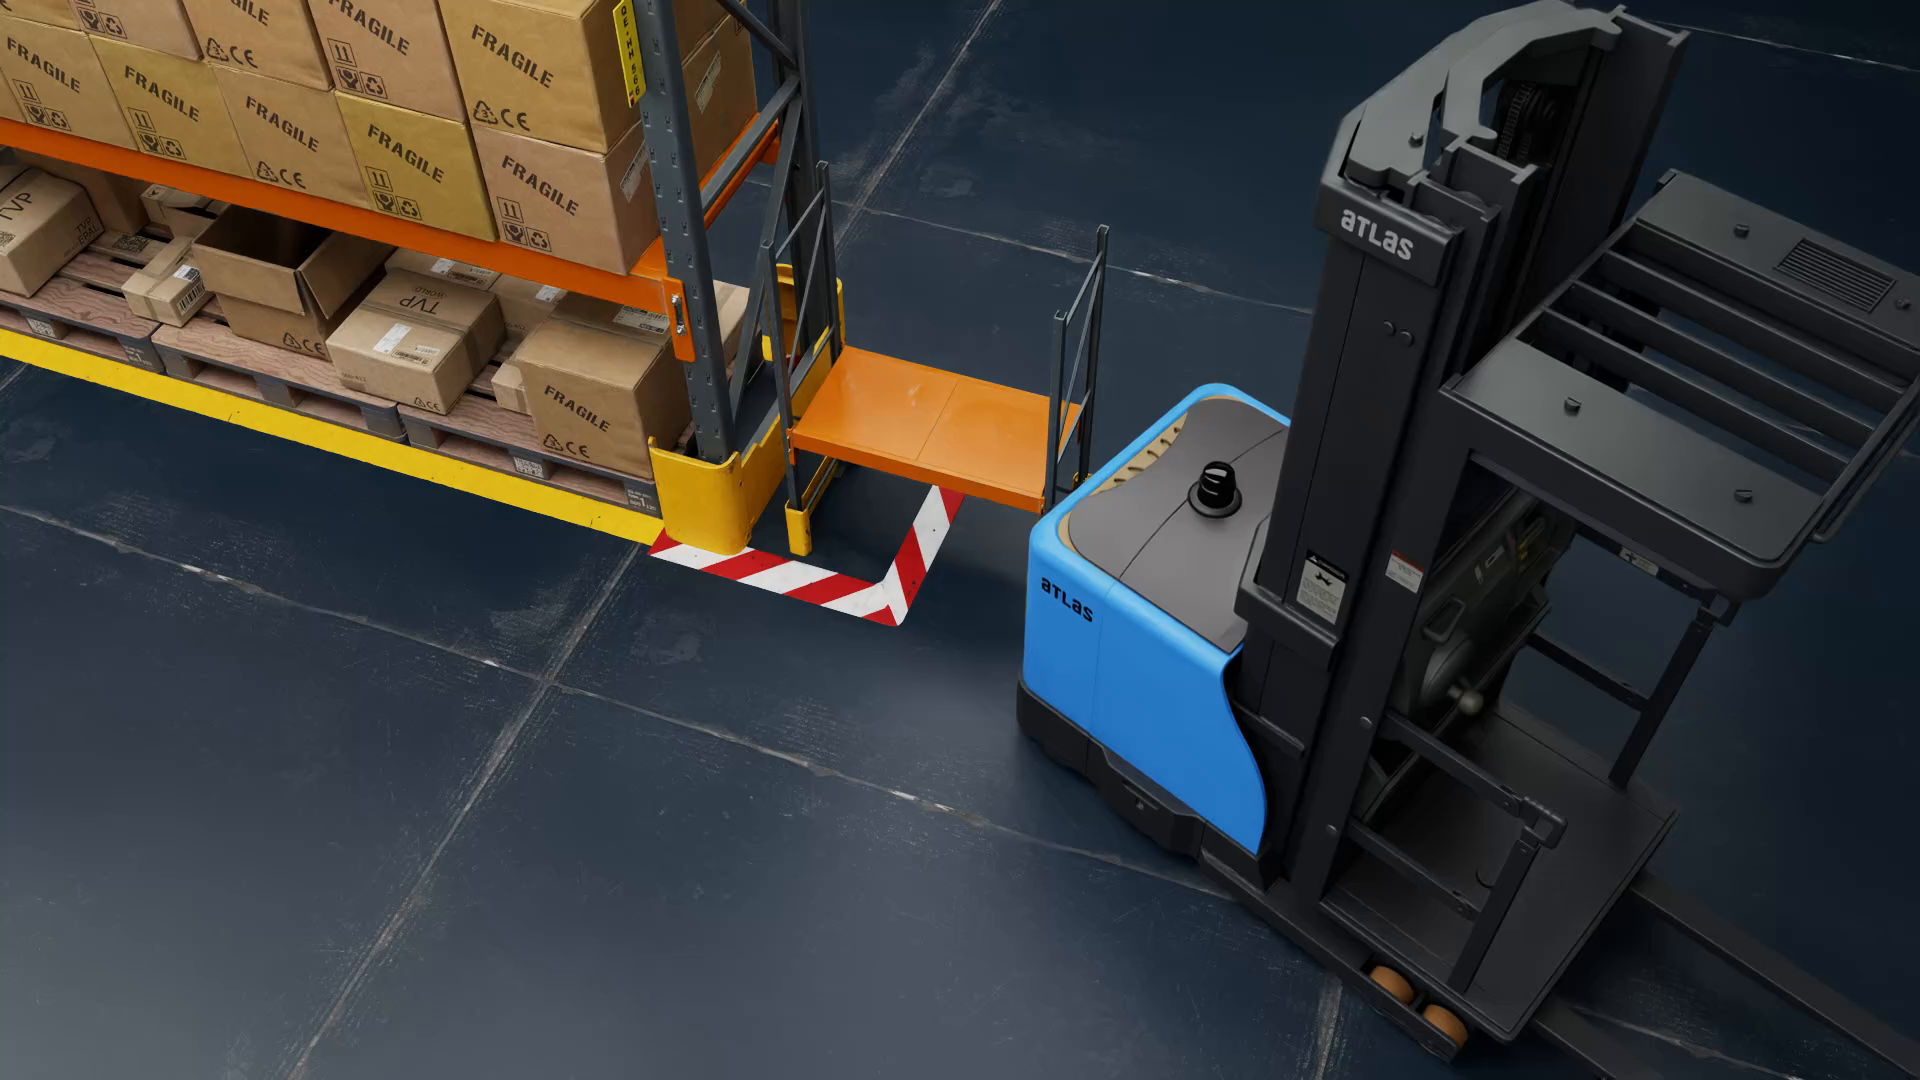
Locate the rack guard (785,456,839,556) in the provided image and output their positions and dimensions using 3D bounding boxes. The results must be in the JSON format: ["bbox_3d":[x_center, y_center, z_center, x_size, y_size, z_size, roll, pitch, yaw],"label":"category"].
[{"bbox_3d":[-0.539,-0.232,6.652,0.087,0.250,0.587,16,51,13],"label":"rack guard"}]

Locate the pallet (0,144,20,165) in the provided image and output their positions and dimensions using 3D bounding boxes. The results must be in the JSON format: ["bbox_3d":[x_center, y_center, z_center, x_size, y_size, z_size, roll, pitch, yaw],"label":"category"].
[{"bbox_3d":[-5.290,-1.666,7.921,1.213,0.211,1.003,16,51,13],"label":"pallet"}]

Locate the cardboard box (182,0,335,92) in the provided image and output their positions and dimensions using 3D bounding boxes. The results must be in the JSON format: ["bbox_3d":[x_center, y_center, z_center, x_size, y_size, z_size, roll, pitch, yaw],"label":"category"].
[{"bbox_3d":[-2.236,-1.892,5.543,0.500,0.500,0.500,17,51,14],"label":"cardboard box"}]

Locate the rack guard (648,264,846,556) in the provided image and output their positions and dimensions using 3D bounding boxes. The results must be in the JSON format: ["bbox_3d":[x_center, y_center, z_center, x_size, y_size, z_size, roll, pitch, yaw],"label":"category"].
[{"bbox_3d":[-0.833,-0.547,6.760,0.348,0.500,1.175,16,51,13],"label":"rack guard"}]

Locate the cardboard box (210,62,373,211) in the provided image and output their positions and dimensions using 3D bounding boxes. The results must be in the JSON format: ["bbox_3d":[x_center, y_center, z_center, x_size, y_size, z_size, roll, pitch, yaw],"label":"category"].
[{"bbox_3d":[-2.230,-1.571,5.927,0.500,0.500,0.500,16,51,13],"label":"cardboard box"}]

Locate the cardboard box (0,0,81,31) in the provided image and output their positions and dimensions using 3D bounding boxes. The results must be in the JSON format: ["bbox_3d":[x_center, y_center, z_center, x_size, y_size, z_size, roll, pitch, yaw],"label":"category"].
[{"bbox_3d":[-3.203,-2.161,5.777,0.500,0.500,0.500,14,51,12],"label":"cardboard box"}]

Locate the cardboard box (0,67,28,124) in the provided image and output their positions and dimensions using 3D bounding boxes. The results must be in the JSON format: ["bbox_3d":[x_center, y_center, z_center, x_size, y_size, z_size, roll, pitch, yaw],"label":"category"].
[{"bbox_3d":[-3.649,-1.967,6.271,0.500,0.500,0.500,16,51,14],"label":"cardboard box"}]

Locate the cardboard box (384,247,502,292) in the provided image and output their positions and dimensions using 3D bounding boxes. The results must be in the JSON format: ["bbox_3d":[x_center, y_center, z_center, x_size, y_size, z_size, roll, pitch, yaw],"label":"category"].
[{"bbox_3d":[-2.111,-1.195,7.195,0.500,0.250,0.500,16,51,13],"label":"cardboard box"}]

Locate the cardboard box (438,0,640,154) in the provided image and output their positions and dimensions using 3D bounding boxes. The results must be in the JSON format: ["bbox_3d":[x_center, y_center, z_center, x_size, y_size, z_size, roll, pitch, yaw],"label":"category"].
[{"bbox_3d":[-1.274,-1.628,5.314,0.500,0.500,0.500,15,51,13],"label":"cardboard box"}]

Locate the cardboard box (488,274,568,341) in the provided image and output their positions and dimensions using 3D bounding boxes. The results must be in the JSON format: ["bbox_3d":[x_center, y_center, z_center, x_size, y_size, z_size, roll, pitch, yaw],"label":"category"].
[{"bbox_3d":[-1.642,-1.064,7.082,0.500,0.250,0.500,16,51,13],"label":"cardboard box"}]

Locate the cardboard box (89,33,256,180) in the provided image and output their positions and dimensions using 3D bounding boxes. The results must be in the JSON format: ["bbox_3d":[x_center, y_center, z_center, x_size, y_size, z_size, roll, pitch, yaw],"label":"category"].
[{"bbox_3d":[-2.703,-1.703,6.041,0.500,0.500,0.500,15,51,13],"label":"cardboard box"}]

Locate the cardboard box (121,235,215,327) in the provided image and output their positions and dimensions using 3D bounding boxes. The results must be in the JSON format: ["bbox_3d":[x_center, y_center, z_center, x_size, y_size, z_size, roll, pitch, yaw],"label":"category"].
[{"bbox_3d":[-3.380,-1.127,7.192,0.250,0.166,0.380,16,51,13],"label":"cardboard box"}]

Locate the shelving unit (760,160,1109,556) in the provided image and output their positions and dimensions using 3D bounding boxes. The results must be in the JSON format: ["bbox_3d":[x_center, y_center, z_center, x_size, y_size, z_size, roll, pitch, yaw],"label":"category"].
[{"bbox_3d":[-0.072,-0.511,6.067,1.083,1.500,0.587,16,51,13],"label":"shelving unit"}]

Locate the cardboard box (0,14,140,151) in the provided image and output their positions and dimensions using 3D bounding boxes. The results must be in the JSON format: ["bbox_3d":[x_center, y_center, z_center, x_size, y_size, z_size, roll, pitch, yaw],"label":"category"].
[{"bbox_3d":[-3.180,-1.835,6.156,0.500,0.500,0.500,15,51,13],"label":"cardboard box"}]

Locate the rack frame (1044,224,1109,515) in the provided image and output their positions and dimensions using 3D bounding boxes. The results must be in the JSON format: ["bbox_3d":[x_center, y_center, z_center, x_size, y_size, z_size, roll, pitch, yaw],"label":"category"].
[{"bbox_3d":[0.397,-0.380,5.954,0.032,1.500,0.500,16,51,13],"label":"rack frame"}]

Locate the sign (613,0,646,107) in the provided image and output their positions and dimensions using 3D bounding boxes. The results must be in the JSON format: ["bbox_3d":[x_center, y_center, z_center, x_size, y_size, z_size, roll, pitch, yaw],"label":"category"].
[{"bbox_3d":[-0.973,-1.440,4.904,0.005,0.325,0.100,16,51,13],"label":"sign"}]

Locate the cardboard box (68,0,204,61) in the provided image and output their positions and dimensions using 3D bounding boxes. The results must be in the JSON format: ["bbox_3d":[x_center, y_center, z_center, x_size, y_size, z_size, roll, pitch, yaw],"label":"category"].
[{"bbox_3d":[-2.718,-2.026,5.660,0.500,0.500,0.500,17,51,14],"label":"cardboard box"}]

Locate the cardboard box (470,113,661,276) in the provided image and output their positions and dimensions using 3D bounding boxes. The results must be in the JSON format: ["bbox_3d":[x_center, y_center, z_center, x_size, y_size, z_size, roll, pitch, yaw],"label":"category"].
[{"bbox_3d":[-1.276,-1.303,5.695,0.500,0.500,0.500,17,51,14],"label":"cardboard box"}]

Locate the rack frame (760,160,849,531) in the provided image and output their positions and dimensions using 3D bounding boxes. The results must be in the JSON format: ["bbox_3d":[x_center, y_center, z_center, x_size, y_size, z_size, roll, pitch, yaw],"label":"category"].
[{"bbox_3d":[-0.557,-0.647,6.185,0.032,1.500,0.500,16,51,13],"label":"rack frame"}]

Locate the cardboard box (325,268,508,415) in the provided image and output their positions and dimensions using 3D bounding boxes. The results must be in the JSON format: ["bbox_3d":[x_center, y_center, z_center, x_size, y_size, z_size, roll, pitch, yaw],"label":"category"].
[{"bbox_3d":[-2.238,-0.827,6.877,0.500,0.250,0.500,16,51,13],"label":"cardboard box"}]

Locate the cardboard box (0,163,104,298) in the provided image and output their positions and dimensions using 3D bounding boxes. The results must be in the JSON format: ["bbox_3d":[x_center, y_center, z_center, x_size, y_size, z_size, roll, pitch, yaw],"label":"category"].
[{"bbox_3d":[-4.195,-1.393,7.327,0.500,0.311,0.500,16,51,13],"label":"cardboard box"}]

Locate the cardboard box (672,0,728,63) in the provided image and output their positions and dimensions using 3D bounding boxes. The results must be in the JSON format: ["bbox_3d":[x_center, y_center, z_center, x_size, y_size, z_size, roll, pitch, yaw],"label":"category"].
[{"bbox_3d":[-1.086,-2.009,5.645,0.500,0.500,0.500,17,51,14],"label":"cardboard box"}]

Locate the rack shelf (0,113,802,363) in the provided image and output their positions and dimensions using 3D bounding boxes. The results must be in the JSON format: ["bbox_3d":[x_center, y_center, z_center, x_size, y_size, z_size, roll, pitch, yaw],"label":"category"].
[{"bbox_3d":[-2.638,-1.634,6.524,4.000,0.370,1.077,16,51,13],"label":"rack shelf"}]

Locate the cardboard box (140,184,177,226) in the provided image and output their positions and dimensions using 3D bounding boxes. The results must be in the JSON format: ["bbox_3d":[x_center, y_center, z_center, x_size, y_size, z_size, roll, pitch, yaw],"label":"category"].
[{"bbox_3d":[-3.508,-1.600,7.614,0.250,0.149,0.380,16,51,13],"label":"cardboard box"}]

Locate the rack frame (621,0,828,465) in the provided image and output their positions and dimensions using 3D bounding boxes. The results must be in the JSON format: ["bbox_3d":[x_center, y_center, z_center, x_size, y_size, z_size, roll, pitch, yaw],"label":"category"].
[{"bbox_3d":[-0.761,-1.346,5.798,0.127,3.000,1.000,16,51,13],"label":"rack frame"}]

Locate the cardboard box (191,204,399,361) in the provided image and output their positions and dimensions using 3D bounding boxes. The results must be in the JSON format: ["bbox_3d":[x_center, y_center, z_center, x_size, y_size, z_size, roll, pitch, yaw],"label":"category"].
[{"bbox_3d":[-2.750,-1.231,7.060,0.637,0.503,0.797,16,51,13],"label":"cardboard box"}]

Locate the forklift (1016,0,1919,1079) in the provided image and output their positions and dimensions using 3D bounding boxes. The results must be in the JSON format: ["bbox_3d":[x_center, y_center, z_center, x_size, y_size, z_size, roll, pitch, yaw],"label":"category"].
[{"bbox_3d":[1.628,0.203,4.501,3.031,2.935,1.130,35,57,26],"label":"forklift"}]

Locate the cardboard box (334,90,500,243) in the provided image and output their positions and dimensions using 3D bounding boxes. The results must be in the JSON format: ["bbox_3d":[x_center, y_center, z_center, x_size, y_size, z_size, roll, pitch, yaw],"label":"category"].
[{"bbox_3d":[-1.764,-1.436,5.810,0.500,0.500,0.500,16,51,13],"label":"cardboard box"}]

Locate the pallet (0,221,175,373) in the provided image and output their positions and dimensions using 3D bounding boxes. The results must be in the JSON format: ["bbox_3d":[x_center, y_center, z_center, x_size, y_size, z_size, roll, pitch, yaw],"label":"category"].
[{"bbox_3d":[-3.870,-1.299,7.603,1.213,0.211,1.003,16,51,13],"label":"pallet"}]

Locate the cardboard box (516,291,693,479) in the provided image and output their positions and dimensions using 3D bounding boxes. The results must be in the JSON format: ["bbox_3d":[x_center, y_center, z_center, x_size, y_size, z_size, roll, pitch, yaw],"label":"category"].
[{"bbox_3d":[-1.357,-0.639,6.548,0.500,0.500,0.500,16,51,13],"label":"cardboard box"}]

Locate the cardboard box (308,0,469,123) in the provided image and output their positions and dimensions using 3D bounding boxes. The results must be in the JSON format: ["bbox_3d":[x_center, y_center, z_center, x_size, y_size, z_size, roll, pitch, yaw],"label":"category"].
[{"bbox_3d":[-1.748,-1.759,5.428,0.500,0.500,0.500,17,51,14],"label":"cardboard box"}]

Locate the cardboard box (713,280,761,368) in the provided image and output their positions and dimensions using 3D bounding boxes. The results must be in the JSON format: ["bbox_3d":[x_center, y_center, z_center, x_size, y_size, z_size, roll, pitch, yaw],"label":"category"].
[{"bbox_3d":[-1.035,-0.909,7.015,0.250,0.149,0.380,16,51,13],"label":"cardboard box"}]

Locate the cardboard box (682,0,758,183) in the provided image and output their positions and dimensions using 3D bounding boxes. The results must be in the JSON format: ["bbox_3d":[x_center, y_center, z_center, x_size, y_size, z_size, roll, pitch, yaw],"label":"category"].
[{"bbox_3d":[-1.086,-1.682,6.023,0.500,0.500,0.500,17,51,14],"label":"cardboard box"}]

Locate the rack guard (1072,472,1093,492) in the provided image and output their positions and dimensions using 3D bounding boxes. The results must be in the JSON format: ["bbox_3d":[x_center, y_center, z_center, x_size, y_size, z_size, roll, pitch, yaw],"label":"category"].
[{"bbox_3d":[0.396,0.029,6.426,0.087,0.250,0.587,16,51,13],"label":"rack guard"}]

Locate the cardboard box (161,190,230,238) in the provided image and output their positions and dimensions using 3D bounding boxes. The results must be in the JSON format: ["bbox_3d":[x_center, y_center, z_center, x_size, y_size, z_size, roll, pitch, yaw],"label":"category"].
[{"bbox_3d":[-3.177,-1.512,7.430,0.500,0.311,0.500,16,51,13],"label":"cardboard box"}]

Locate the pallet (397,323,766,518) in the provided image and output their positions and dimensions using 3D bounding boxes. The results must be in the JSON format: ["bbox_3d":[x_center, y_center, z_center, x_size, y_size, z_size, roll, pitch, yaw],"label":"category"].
[{"bbox_3d":[-1.581,-0.660,7.049,1.213,0.211,1.003,16,51,13],"label":"pallet"}]

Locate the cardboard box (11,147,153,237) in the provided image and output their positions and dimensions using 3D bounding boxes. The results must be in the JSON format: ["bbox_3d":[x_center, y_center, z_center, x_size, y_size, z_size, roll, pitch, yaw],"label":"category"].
[{"bbox_3d":[-3.881,-1.770,7.529,0.500,0.500,0.500,16,51,13],"label":"cardboard box"}]

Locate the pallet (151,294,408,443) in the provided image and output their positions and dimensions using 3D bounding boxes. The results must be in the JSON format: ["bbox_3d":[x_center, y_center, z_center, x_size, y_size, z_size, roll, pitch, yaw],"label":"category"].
[{"bbox_3d":[-2.721,-0.981,7.327,1.213,0.211,1.003,16,51,13],"label":"pallet"}]

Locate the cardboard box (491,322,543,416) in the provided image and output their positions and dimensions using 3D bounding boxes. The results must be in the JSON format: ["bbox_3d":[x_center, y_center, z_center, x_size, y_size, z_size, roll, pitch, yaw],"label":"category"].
[{"bbox_3d":[-1.706,-0.699,6.822,0.250,0.166,0.380,16,51,13],"label":"cardboard box"}]

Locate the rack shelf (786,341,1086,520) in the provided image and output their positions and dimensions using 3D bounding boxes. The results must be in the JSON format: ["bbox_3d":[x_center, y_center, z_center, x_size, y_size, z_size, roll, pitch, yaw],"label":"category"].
[{"bbox_3d":[-0.080,-0.396,6.205,1.000,0.185,0.538,16,51,13],"label":"rack shelf"}]
